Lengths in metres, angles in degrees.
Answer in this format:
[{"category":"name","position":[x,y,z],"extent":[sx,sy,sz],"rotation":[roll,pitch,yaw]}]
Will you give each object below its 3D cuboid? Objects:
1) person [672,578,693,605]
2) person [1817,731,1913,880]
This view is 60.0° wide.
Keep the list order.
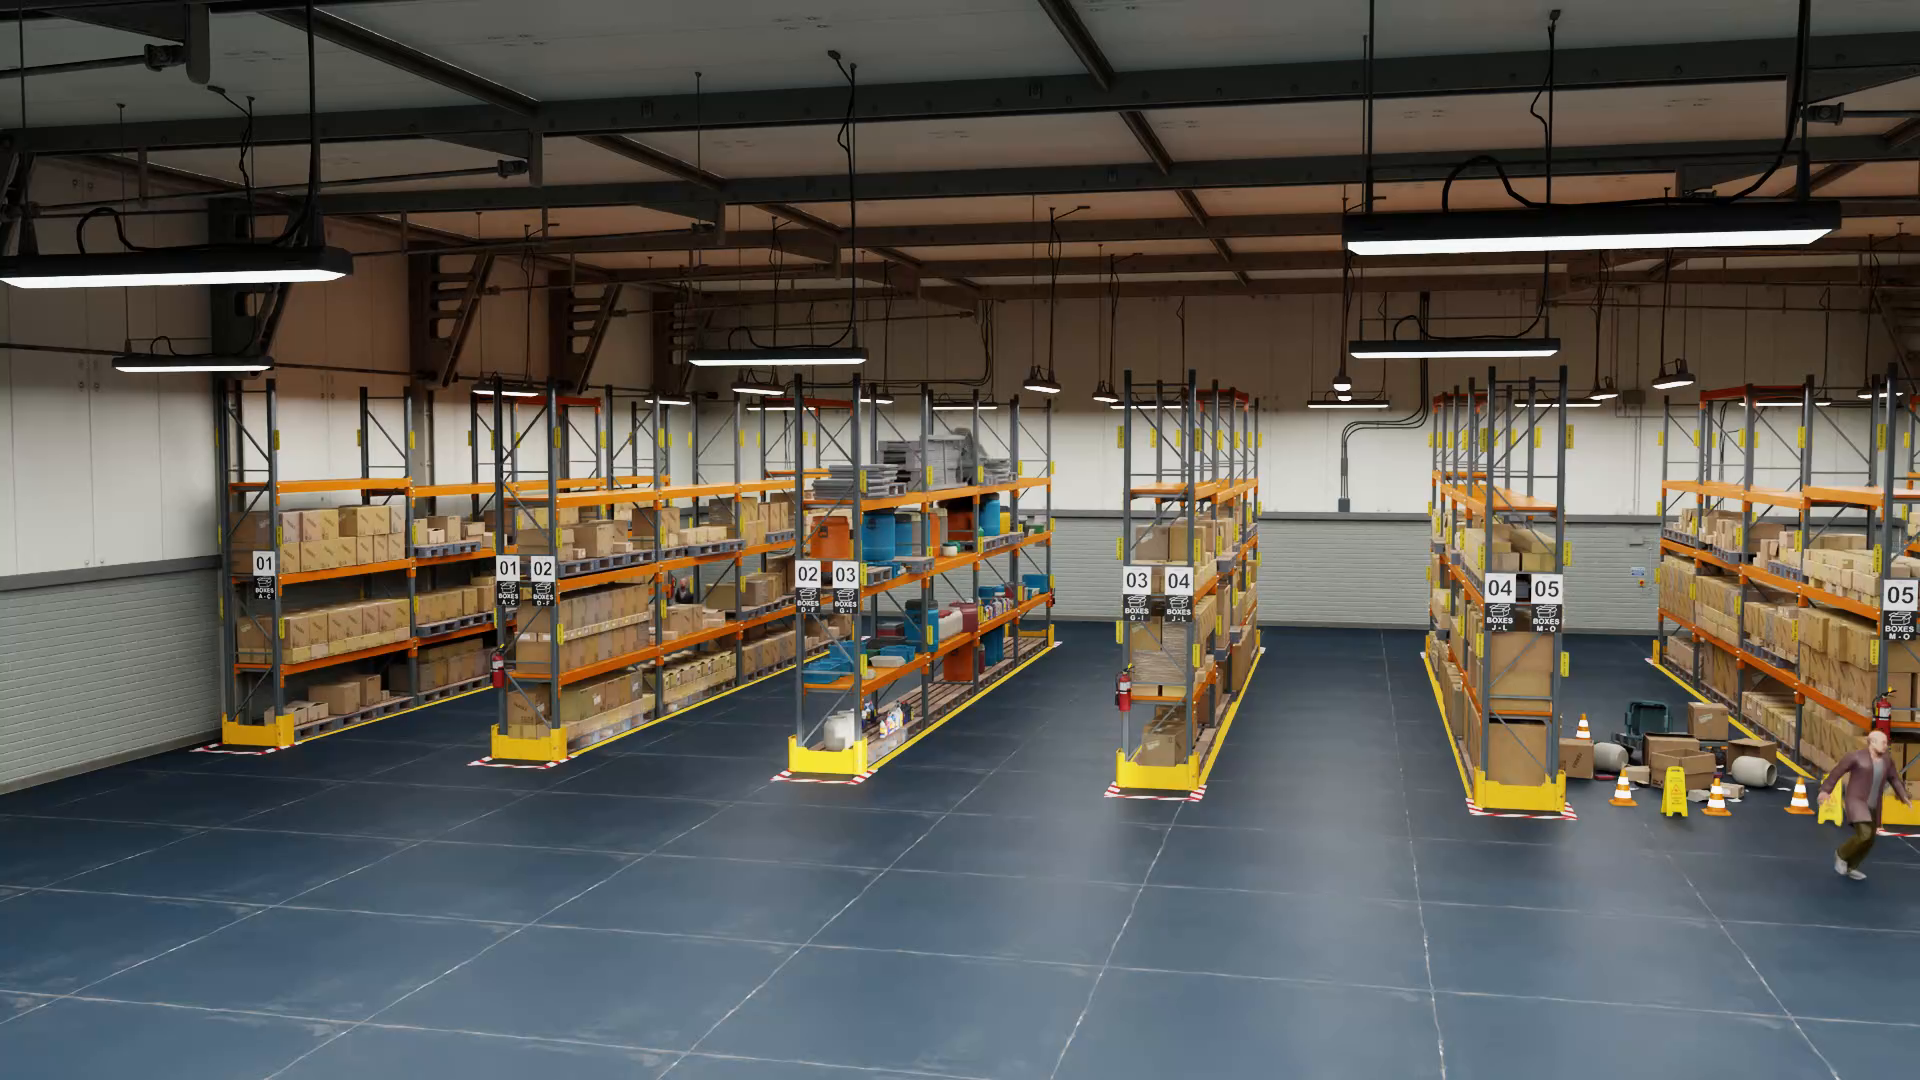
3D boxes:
[{"category":"person","position":[-6.672,1.756,40.218],"extent":[0.640,1.669,0.616],"rotation":[1,3,8]},{"category":"person","position":[10.255,2.997,18.762],"extent":[0.705,1.702,0.829],"rotation":[-1,4,-13]}]
